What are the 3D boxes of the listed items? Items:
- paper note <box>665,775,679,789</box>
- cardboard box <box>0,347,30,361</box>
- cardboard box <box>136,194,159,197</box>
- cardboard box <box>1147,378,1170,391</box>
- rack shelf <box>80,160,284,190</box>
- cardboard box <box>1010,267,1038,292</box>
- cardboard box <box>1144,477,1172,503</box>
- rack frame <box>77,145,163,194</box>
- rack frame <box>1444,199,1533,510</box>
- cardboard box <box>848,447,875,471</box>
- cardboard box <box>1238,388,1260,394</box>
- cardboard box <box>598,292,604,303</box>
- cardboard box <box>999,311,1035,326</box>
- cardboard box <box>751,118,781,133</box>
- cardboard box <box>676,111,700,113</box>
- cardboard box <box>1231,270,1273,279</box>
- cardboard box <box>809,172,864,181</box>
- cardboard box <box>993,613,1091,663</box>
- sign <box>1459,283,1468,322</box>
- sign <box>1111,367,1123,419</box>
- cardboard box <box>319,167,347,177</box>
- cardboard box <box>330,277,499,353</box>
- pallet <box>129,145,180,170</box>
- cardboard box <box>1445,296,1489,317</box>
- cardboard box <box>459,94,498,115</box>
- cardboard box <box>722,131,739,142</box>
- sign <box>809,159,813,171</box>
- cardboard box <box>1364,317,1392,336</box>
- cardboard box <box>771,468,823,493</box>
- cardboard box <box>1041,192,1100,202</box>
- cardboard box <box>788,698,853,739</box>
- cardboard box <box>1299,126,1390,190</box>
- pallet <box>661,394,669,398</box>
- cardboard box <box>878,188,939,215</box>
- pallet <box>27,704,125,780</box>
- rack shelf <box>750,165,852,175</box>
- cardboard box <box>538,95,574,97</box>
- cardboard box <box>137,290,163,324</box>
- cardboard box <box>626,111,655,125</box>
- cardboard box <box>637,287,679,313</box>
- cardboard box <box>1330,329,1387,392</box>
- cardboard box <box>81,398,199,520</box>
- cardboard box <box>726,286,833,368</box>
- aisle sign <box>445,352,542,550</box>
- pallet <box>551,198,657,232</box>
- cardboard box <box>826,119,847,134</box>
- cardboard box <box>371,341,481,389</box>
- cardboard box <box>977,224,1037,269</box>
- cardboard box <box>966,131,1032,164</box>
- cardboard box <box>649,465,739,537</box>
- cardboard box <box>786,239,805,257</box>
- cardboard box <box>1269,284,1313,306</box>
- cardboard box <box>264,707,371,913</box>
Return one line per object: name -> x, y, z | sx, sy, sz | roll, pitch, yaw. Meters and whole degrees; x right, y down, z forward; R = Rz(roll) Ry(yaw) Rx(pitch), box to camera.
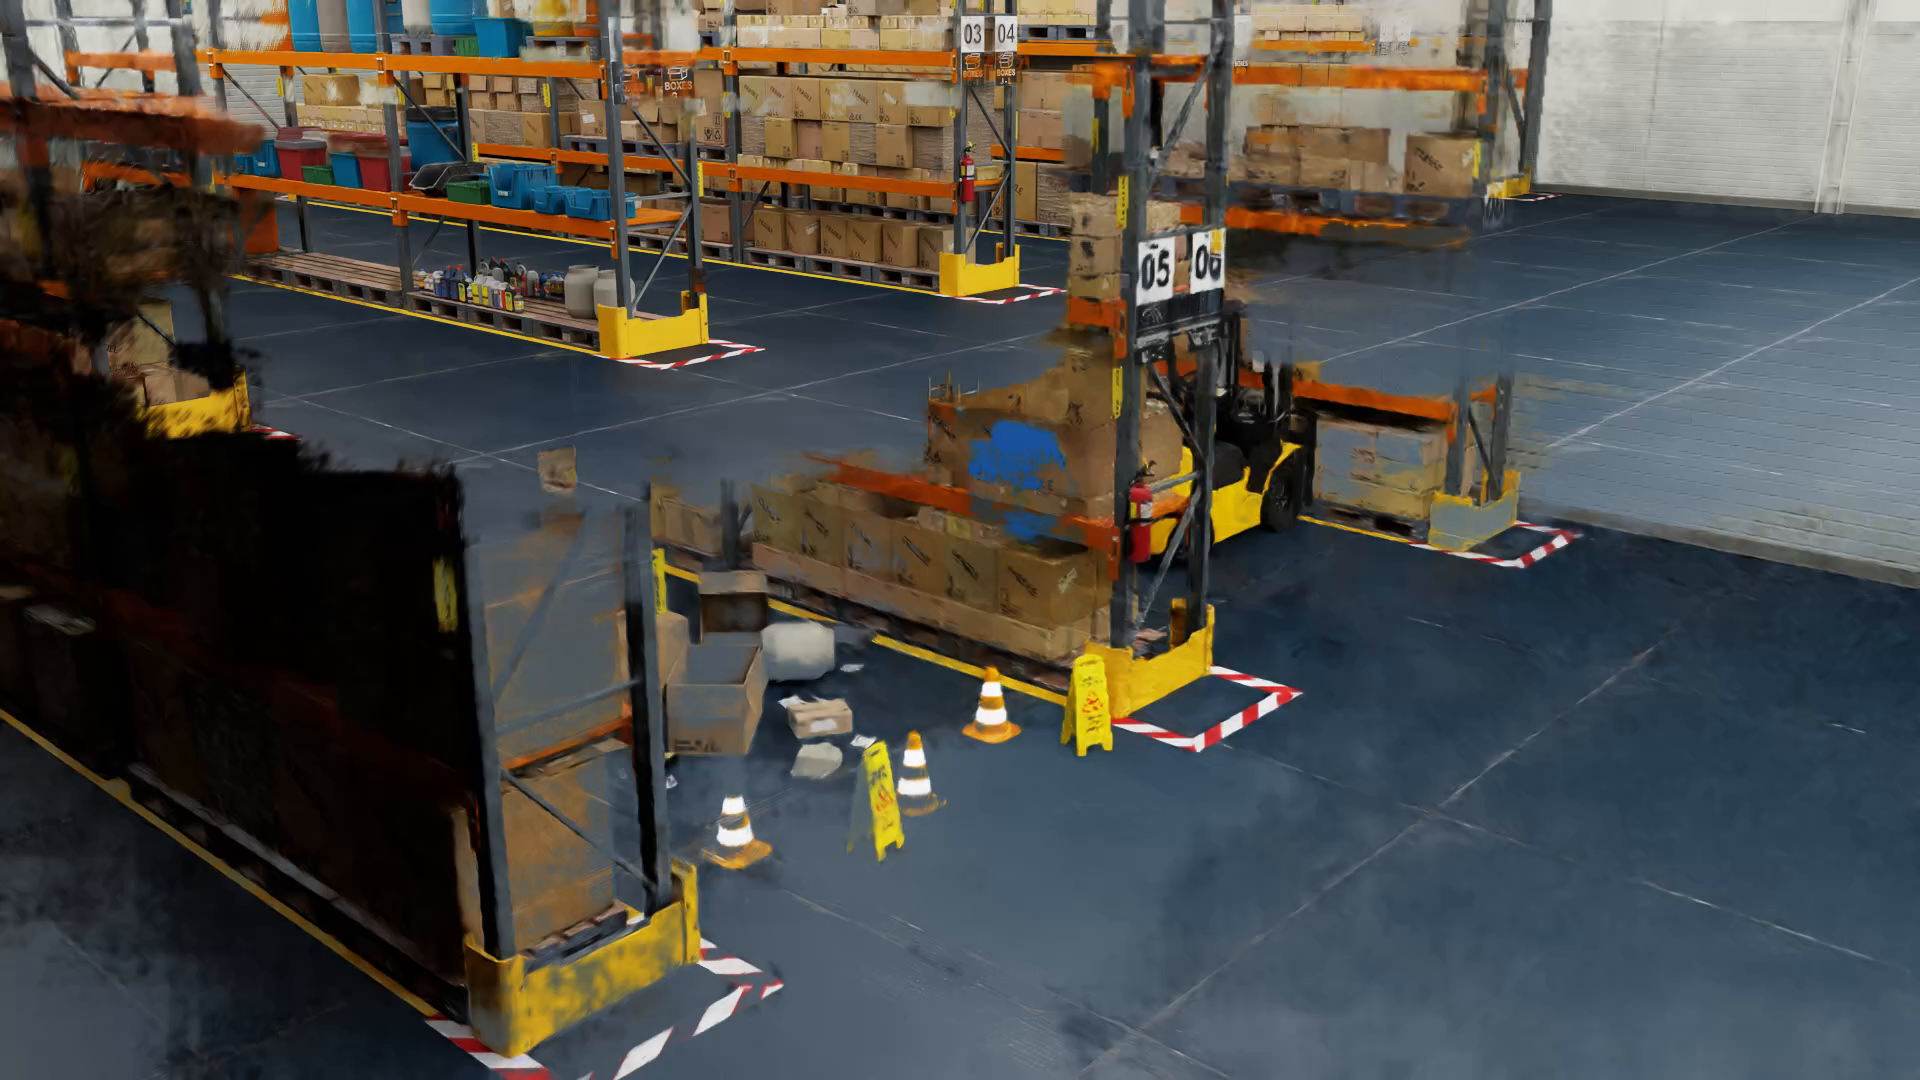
paper note -> 3.653, -4.856, 25.958 | 0.144, 0.017, 0.142 | -9, 20, -27
cardboard box -> -1.222, -7.416, 27.294 | 0.500, 0.500, 0.700 | 15, 23, 38
cardboard box -> -4.437, -10.471, 35.847 | 0.250, 0.149, 0.380 | 14, 22, 38
cardboard box -> 7.331, -7.847, 32.668 | 0.500, 0.250, 0.500 | 15, 23, 38
rack shelf -> -3.593, -10.620, 35.438 | 4.000, 0.370, 1.077 | 15, 23, 39
cardboard box -> 6.041, -8.144, 26.862 | 0.250, 0.149, 0.380 | 16, 24, 41
cardboard box -> 6.761, -6.717, 27.326 | 0.250, 0.149, 0.380 | 15, 23, 39
rack frame -> -5.089, -9.935, 37.048 | 0.127, 3.000, 1.000 | 15, 23, 39
rack frame -> 10.170, -7.846, 30.466 | 0.127, 3.000, 1.000 | 15, 23, 39
cardboard box -> 4.859, -7.011, 28.250 | 0.250, 0.149, 0.380 | 15, 23, 40
cardboard box -> 8.433, -7.757, 32.385 | 0.500, 0.250, 0.500 | 15, 23, 40
cardboard box -> 2.242, -8.265, 30.435 | 0.500, 0.500, 0.500 | 14, 22, 37
cardboard box -> 6.248, -8.719, 33.466 | 0.500, 0.250, 0.500 | 15, 23, 39
cardboard box -> 3.211, -11.323, 35.563 | 0.250, 0.149, 0.380 | 15, 23, 38
cardboard box -> 2.085, -11.772, 36.942 | 0.250, 0.149, 0.380 | 16, 24, 41
cardboard box -> 8.394, -8.949, 32.214 | 0.250, 0.149, 0.380 | 15, 23, 38
cardboard box -> 4.513, -9.166, 28.765 | 0.250, 0.149, 0.380 | 14, 23, 38
cardboard box -> 6.077, -5.718, 27.612 | 0.500, 0.250, 0.500 | 15, 23, 39
sign -> 9.799, -8.391, 29.877 | 0.005, 0.325, 0.100 | 15, 23, 39
sign -> 6.494, -7.303, 26.319 | 0.005, 0.325, 0.100 | 15, 23, 39
cardboard box -> -0.617, -10.294, 32.362 | 0.500, 0.500, 0.500 | 15, 23, 40
cardboard box -> 3.116, -7.365, 22.888 | 0.500, 0.250, 0.500 | 15, 23, 40
pallet -> -3.611, -10.931, 35.374 | 1.213, 0.211, 1.003 | 15, 23, 39
cardboard box -> 10.060, -8.460, 30.673 | 0.250, 0.149, 0.380 | 14, 23, 38
cardboard box -> -1.264, -12.544, 39.242 | 0.500, 0.250, 0.500 | 15, 23, 39
cardboard box -> 2.816, -11.281, 35.922 | 0.250, 0.149, 0.380 | 16, 24, 41
sign -> 4.240, -9.326, 29.316 | 0.005, 0.325, 0.100 | 15, 23, 39
cardboard box -> 9.360, -8.319, 30.721 | 0.250, 0.149, 0.380 | 16, 23, 40
cardboard box -> 4.202, -6.863, 28.909 | 0.250, 0.149, 0.380 | 15, 23, 40
cardboard box -> 6.264, -8.708, 27.321 | 0.250, 0.149, 0.380 | 15, 23, 39
cardboard box -> 4.557, -5.169, 26.745 | 0.380, 0.149, 0.250 | -6, 18, -18
cardboard box -> 8.977, -9.833, 30.744 | 0.500, 0.500, 0.700 | 15, 23, 40
pallet -> 2.402, -7.849, 30.792 | 1.213, 0.211, 1.003 | 15, 23, 39
cardboard box -> 5.122, -8.785, 27.563 | 0.250, 0.149, 0.380 | 16, 23, 40
pallet -> 0.049, -5.194, 26.719 | 1.213, 0.211, 1.003 | 15, 23, 39
rack shelf -> 2.690, -10.940, 36.448 | 4.000, 0.370, 1.077 | 15, 23, 39
cardboard box -> -0.142, -12.458, 38.971 | 0.500, 0.250, 0.500 | 15, 23, 39
cardboard box -> 1.485, -7.589, 24.254 | 0.250, 0.149, 0.380 | 15, 23, 38
cardboard box -> 1.373, -11.758, 36.899 | 0.250, 0.149, 0.380 | 16, 23, 40
cardboard box -> 2.867, -8.401, 29.792 | 0.250, 0.149, 0.380 | 14, 22, 38
cardboard box -> 9.245, -8.039, 30.910 | 0.500, 0.500, 0.500 | 16, 24, 41
cardboard box -> 0.929, -6.889, 25.419 | 0.550, 0.550, 0.875 | 15, 23, 39
cardboard box -> 4.071, -8.054, 28.812 | 0.500, 0.500, 0.700 | 15, 23, 39
aisle sign -> 3.522, -6.739, 22.680 | 0.004, 0.787, 0.394 | 15, 23, 39
pallet -> 2.717, -9.221, 30.151 | 1.003, 0.211, 1.213 | 15, 23, 39
cardboard box -> 4.094, -11.279, 35.421 | 0.250, 0.149, 0.380 | 14, 22, 37
cardboard box -> 3.194, -7.130, 22.807 | 0.250, 0.149, 0.380 | 15, 23, 39
cardboard box -> 5.950, -8.368, 26.910 | 0.500, 0.250, 0.500 | 15, 23, 39
cardboard box -> 5.901, -10.528, 33.248 | 0.500, 0.311, 0.500 | 14, 22, 37
cardboard box -> 2.952, -6.721, 30.572 | 0.950, 0.372, 0.625 | -17, 24, -42
cardboard box -> 4.374, -8.627, 28.384 | 0.250, 0.149, 0.380 | 15, 23, 39
cardboard box -> 8.611, -8.675, 31.351 | 0.250, 0.149, 0.380 | 15, 23, 40
cardboard box -> 2.457, -5.067, 24.527 | 0.875, 0.875, 0.875 | 15, 23, 38
